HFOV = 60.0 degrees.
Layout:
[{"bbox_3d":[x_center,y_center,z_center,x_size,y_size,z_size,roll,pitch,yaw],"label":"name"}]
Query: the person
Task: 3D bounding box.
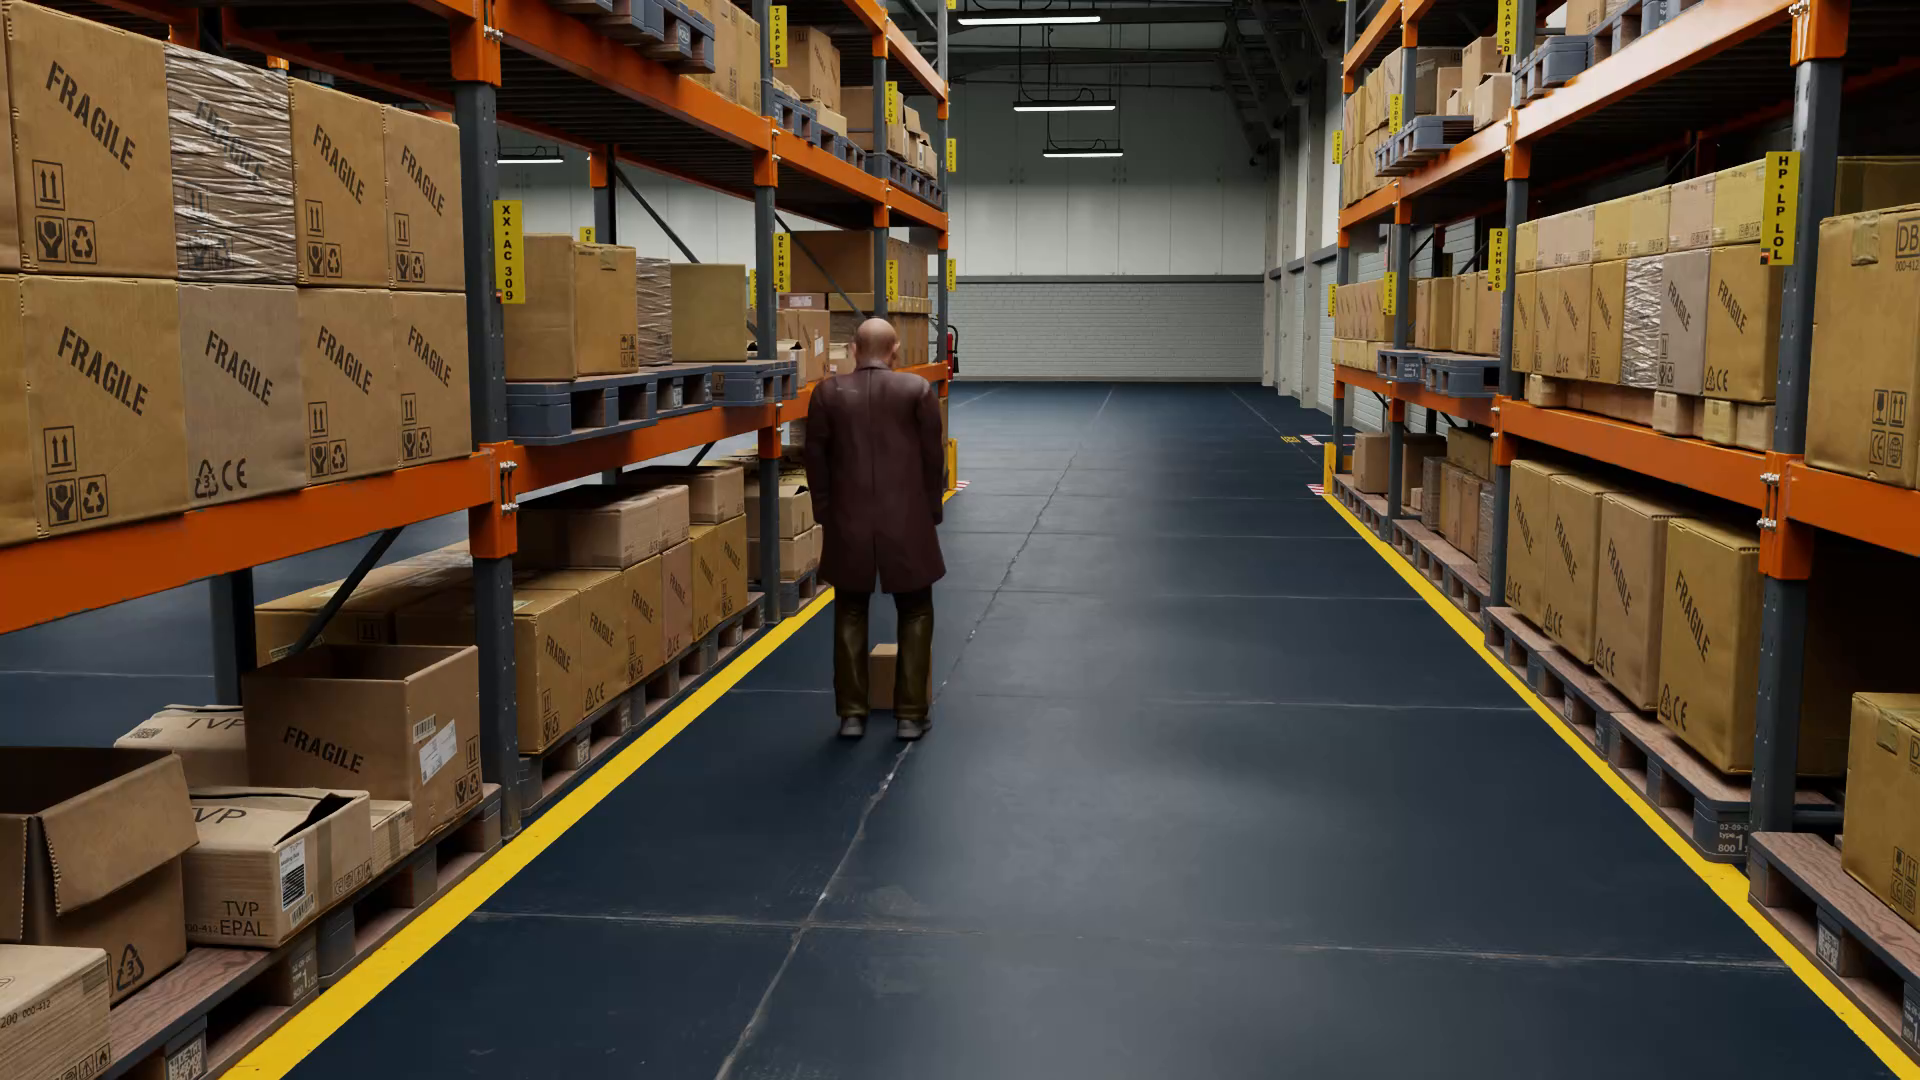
[{"bbox_3d":[-0.352,-0.045,6.921,0.587,1.730,0.416,1,7,7],"label":"person"}]
